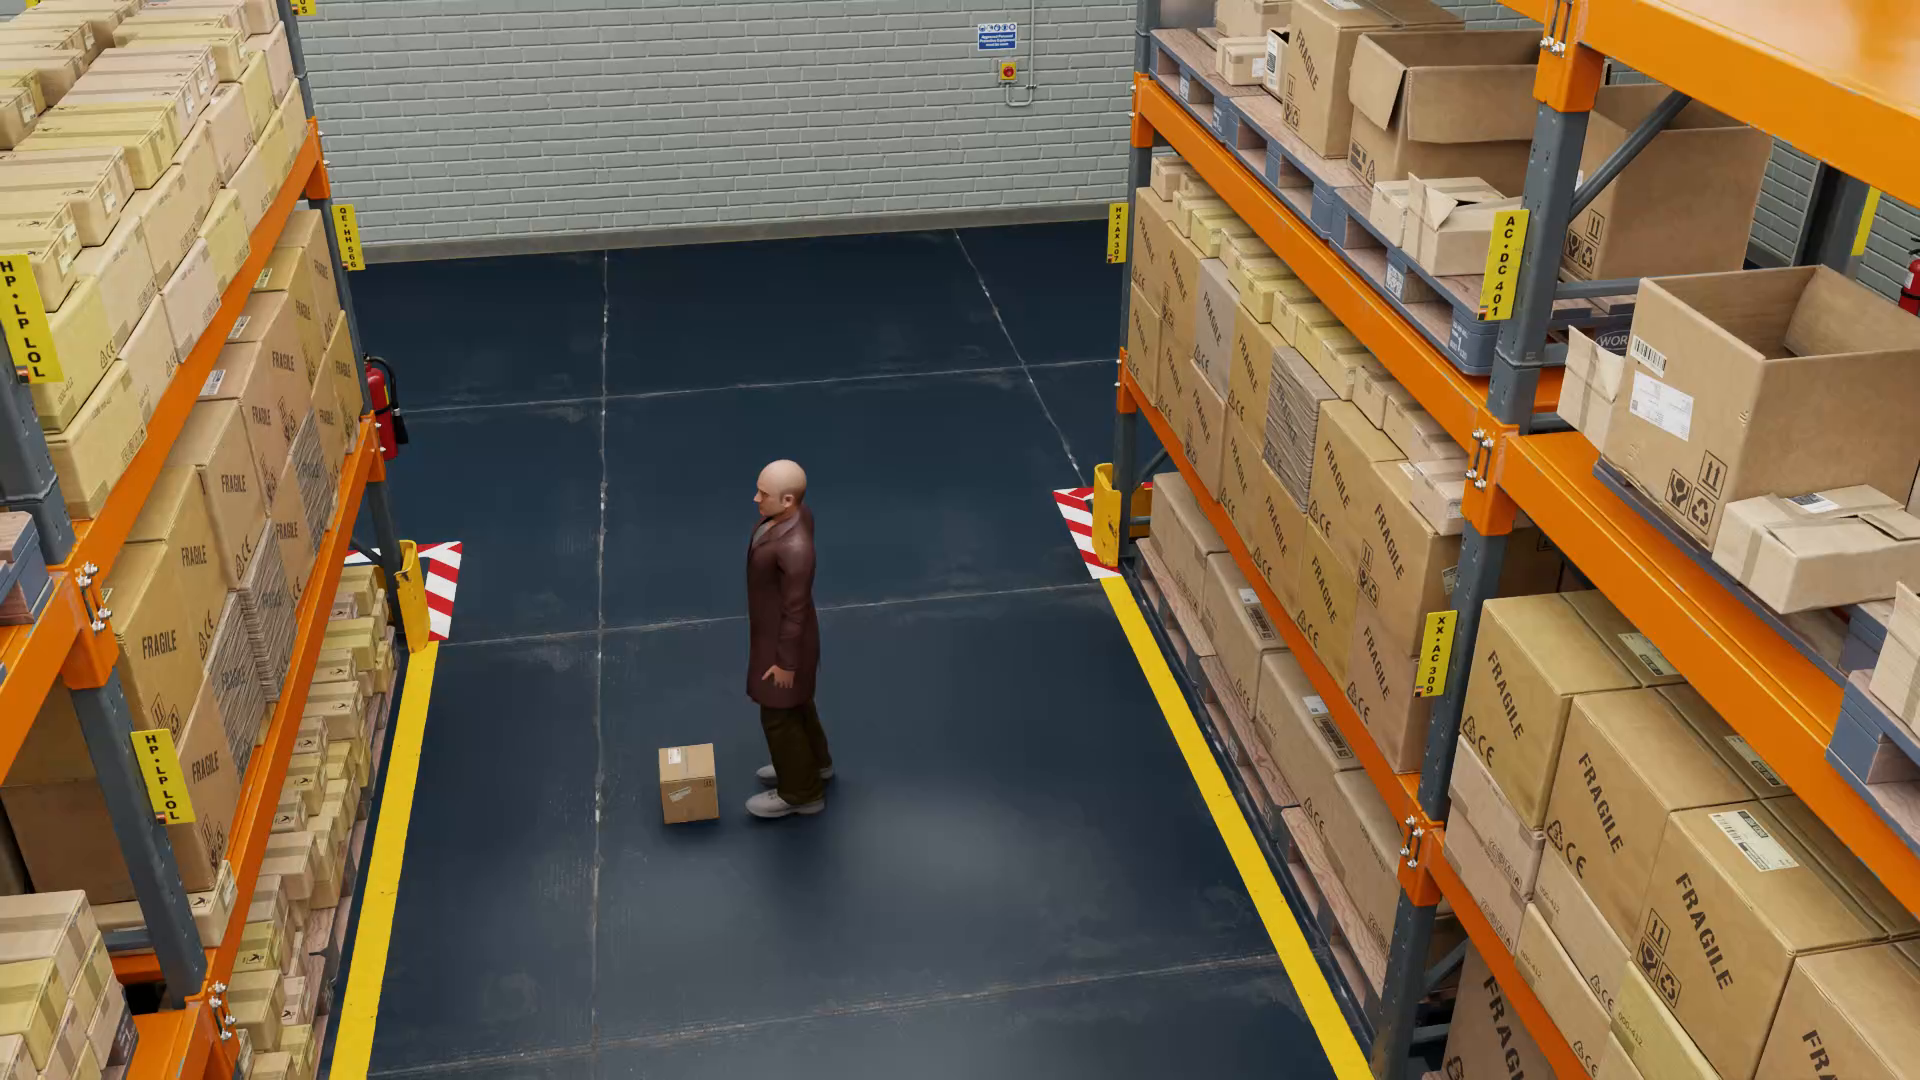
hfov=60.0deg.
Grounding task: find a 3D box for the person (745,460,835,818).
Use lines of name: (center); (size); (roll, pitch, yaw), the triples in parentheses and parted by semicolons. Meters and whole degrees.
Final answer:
person: (-0.795, 0.445, 7.400); (0.436, 1.777, 0.562); (-4, 31, -8)
